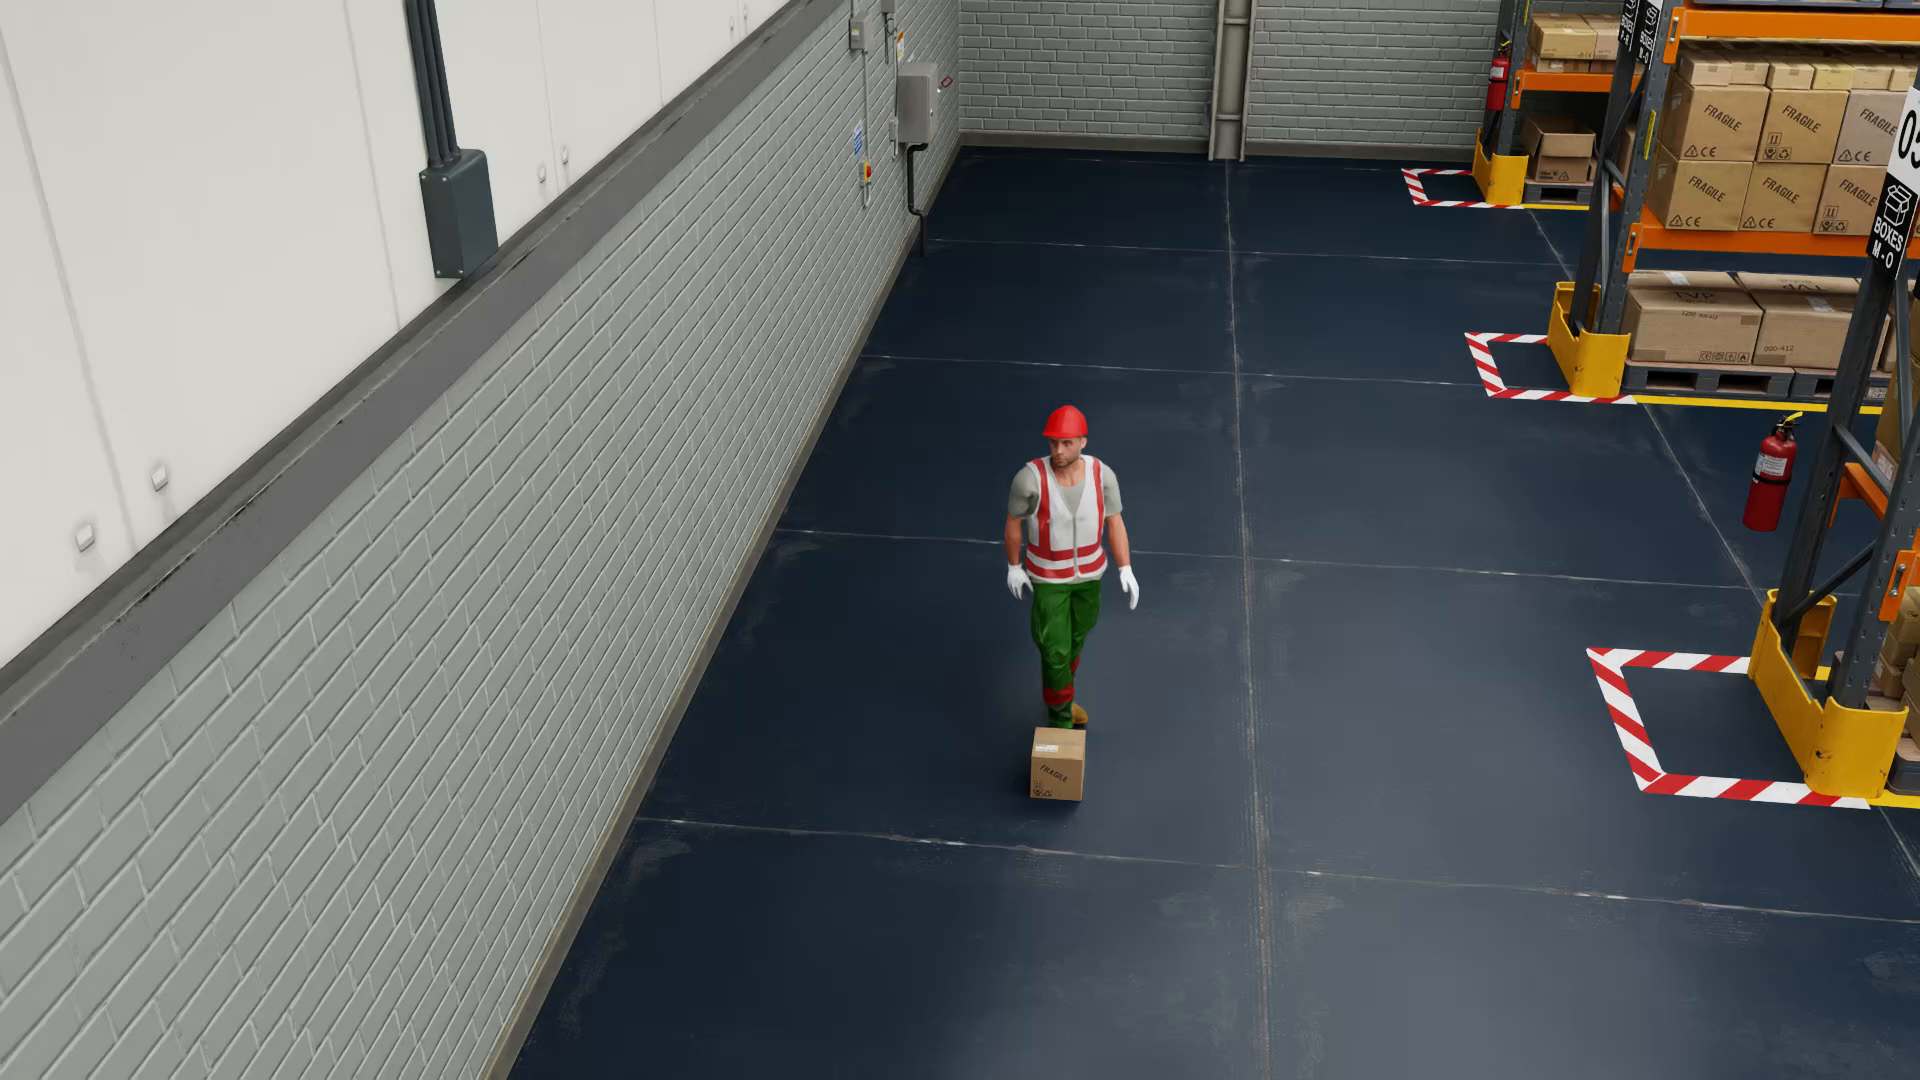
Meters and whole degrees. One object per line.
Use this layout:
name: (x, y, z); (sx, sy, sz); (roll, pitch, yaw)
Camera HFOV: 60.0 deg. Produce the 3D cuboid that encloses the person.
person: (0.553, 0.241, 8.192); (0.560, 1.857, 0.608); (-9, 30, -17)
